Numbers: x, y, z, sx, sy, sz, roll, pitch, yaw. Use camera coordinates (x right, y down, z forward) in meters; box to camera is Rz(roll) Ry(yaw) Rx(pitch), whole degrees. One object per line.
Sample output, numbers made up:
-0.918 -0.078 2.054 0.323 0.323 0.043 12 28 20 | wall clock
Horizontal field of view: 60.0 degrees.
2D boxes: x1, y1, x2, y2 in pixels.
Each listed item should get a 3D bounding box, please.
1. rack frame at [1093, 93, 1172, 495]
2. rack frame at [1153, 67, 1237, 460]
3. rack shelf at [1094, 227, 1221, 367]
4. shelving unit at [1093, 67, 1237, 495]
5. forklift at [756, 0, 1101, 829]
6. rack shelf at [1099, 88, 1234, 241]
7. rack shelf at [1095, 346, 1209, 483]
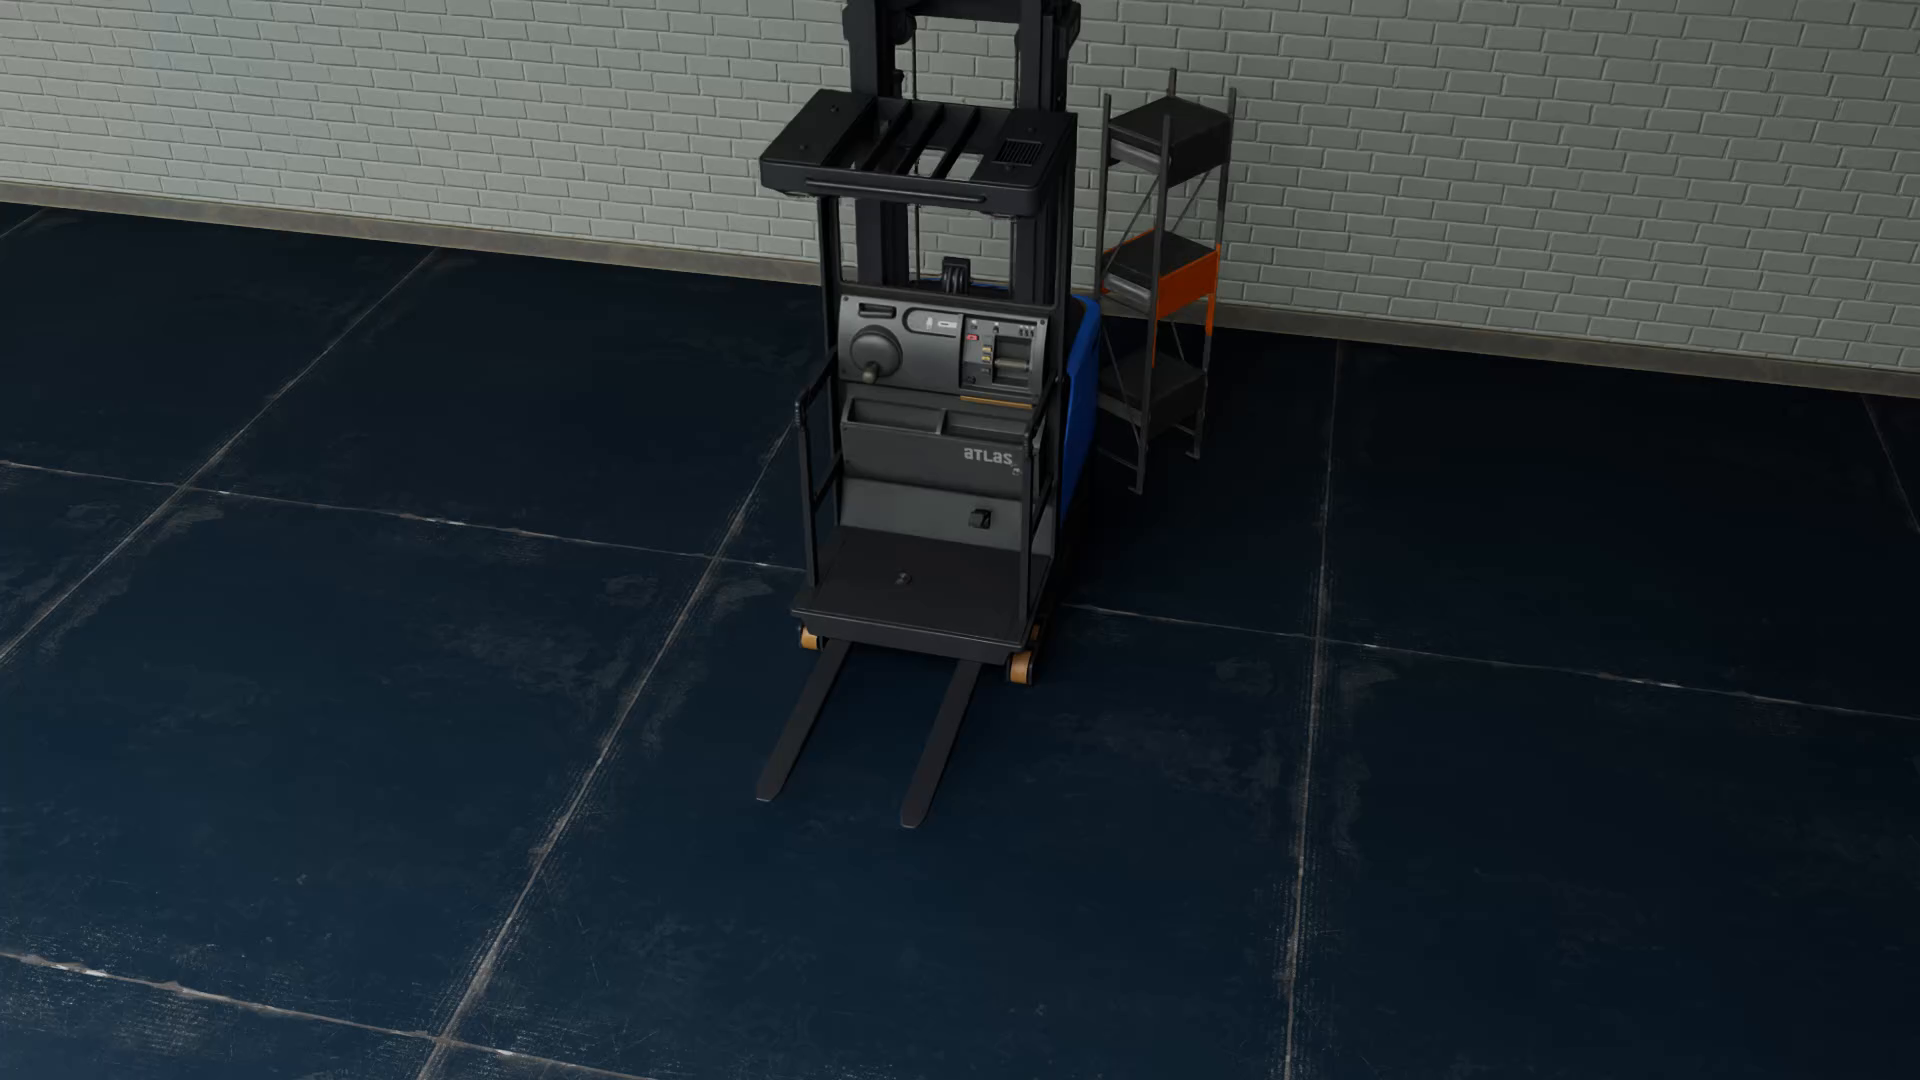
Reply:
0.825 -1.175 8.351 0.015 2.100 0.400 -30 46 -35 | rack frame
1.172 -1.376 8.630 0.015 2.100 0.400 -30 46 -35 | rack frame
0.999 -1.264 8.499 0.480 0.518 0.431 -30 46 -35 | rack shelf
0.999 -1.275 8.491 0.503 2.100 0.431 -30 46 -35 | shelving unit
-0.130 -0.777 7.094 1.130 2.935 3.031 8 37 11 | forklift
0.999 -1.831 8.088 0.480 0.518 0.431 -30 46 -35 | rack shelf
0.999 -0.698 8.909 0.480 0.518 0.431 -30 46 -35 | rack shelf
